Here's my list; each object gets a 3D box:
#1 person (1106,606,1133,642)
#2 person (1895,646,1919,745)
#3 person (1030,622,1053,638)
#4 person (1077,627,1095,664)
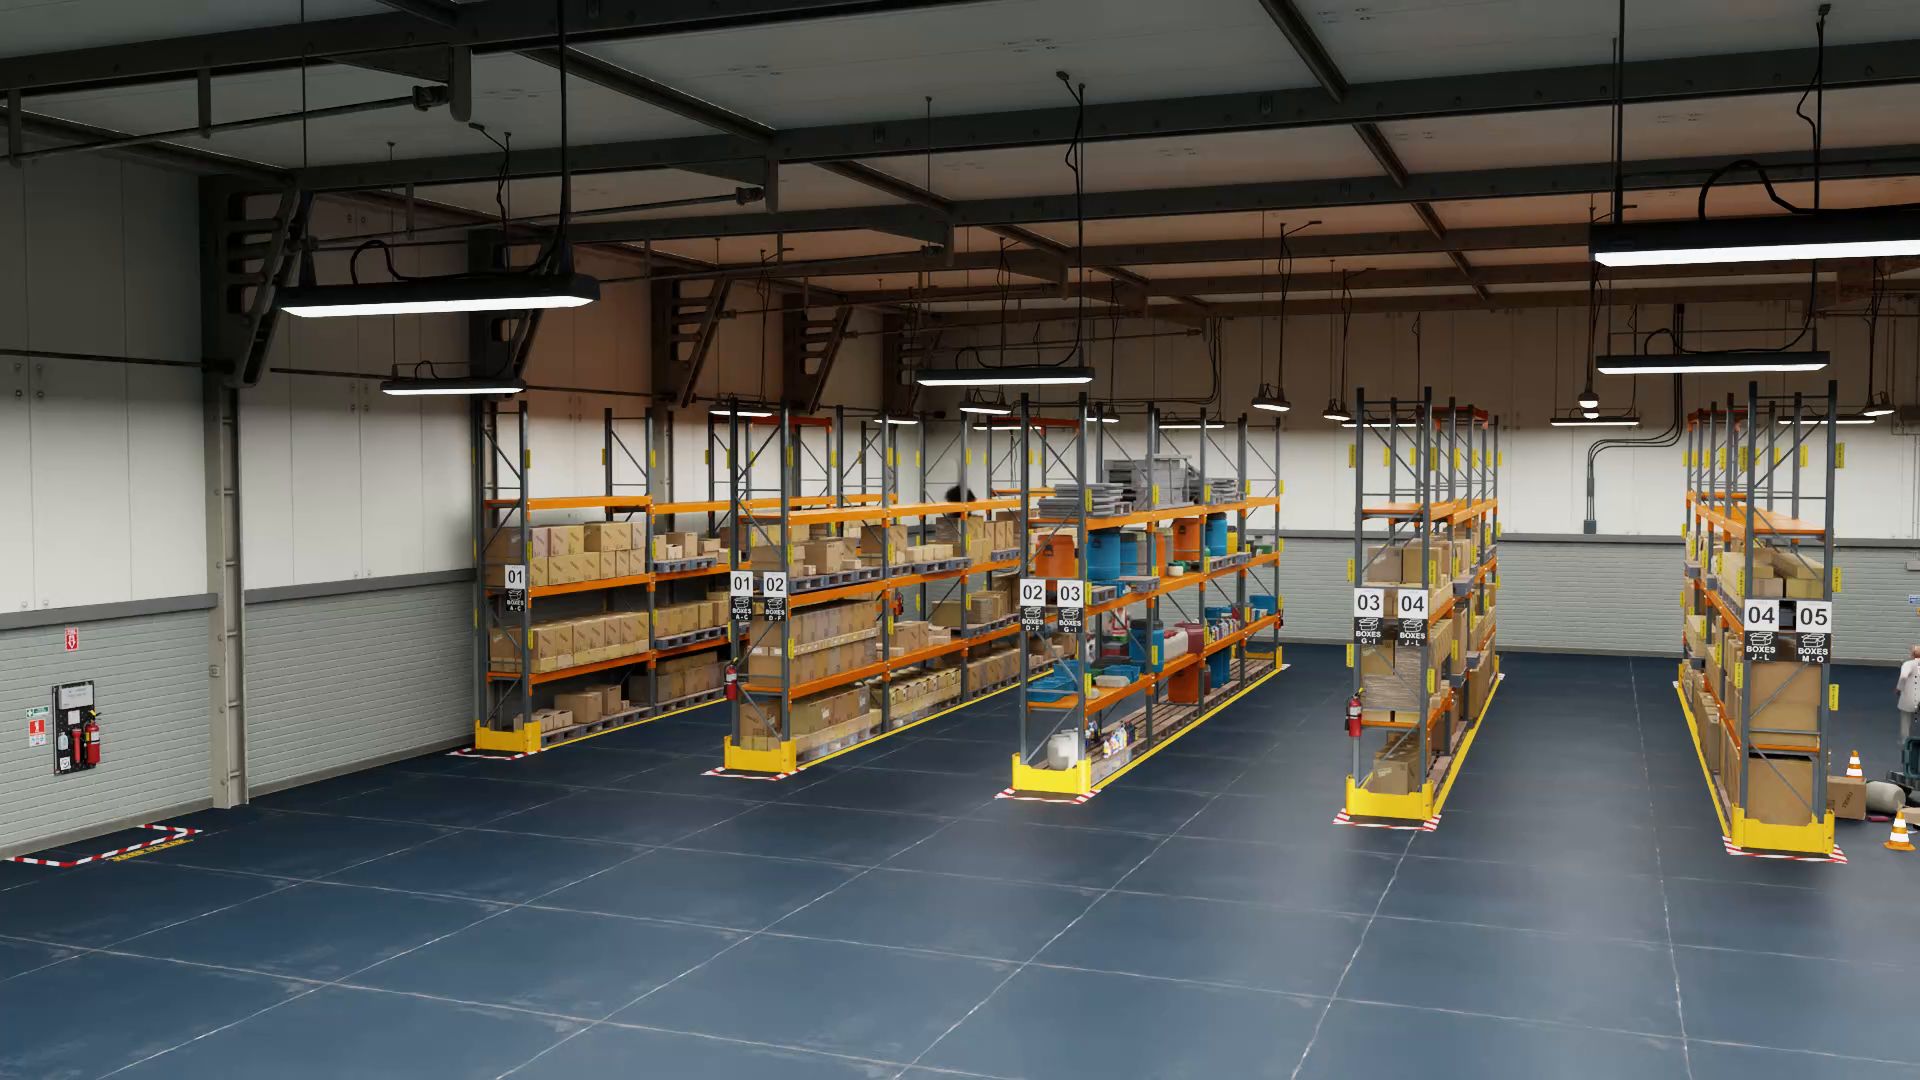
[{"bbox_3d":[3.761,2.240,39.068,0.668,1.740,0.750,0,3,8],"label":"person"},{"bbox_3d":[16.456,2.699,28.610,0.679,1.752,1.063,0,3,10],"label":"person"},{"bbox_3d":[2.135,2.014,43.354,0.847,1.823,0.683,2,4,40],"label":"person"},{"bbox_3d":[2.631,2.570,33.171,0.597,1.692,0.631,2,3,30],"label":"person"}]
